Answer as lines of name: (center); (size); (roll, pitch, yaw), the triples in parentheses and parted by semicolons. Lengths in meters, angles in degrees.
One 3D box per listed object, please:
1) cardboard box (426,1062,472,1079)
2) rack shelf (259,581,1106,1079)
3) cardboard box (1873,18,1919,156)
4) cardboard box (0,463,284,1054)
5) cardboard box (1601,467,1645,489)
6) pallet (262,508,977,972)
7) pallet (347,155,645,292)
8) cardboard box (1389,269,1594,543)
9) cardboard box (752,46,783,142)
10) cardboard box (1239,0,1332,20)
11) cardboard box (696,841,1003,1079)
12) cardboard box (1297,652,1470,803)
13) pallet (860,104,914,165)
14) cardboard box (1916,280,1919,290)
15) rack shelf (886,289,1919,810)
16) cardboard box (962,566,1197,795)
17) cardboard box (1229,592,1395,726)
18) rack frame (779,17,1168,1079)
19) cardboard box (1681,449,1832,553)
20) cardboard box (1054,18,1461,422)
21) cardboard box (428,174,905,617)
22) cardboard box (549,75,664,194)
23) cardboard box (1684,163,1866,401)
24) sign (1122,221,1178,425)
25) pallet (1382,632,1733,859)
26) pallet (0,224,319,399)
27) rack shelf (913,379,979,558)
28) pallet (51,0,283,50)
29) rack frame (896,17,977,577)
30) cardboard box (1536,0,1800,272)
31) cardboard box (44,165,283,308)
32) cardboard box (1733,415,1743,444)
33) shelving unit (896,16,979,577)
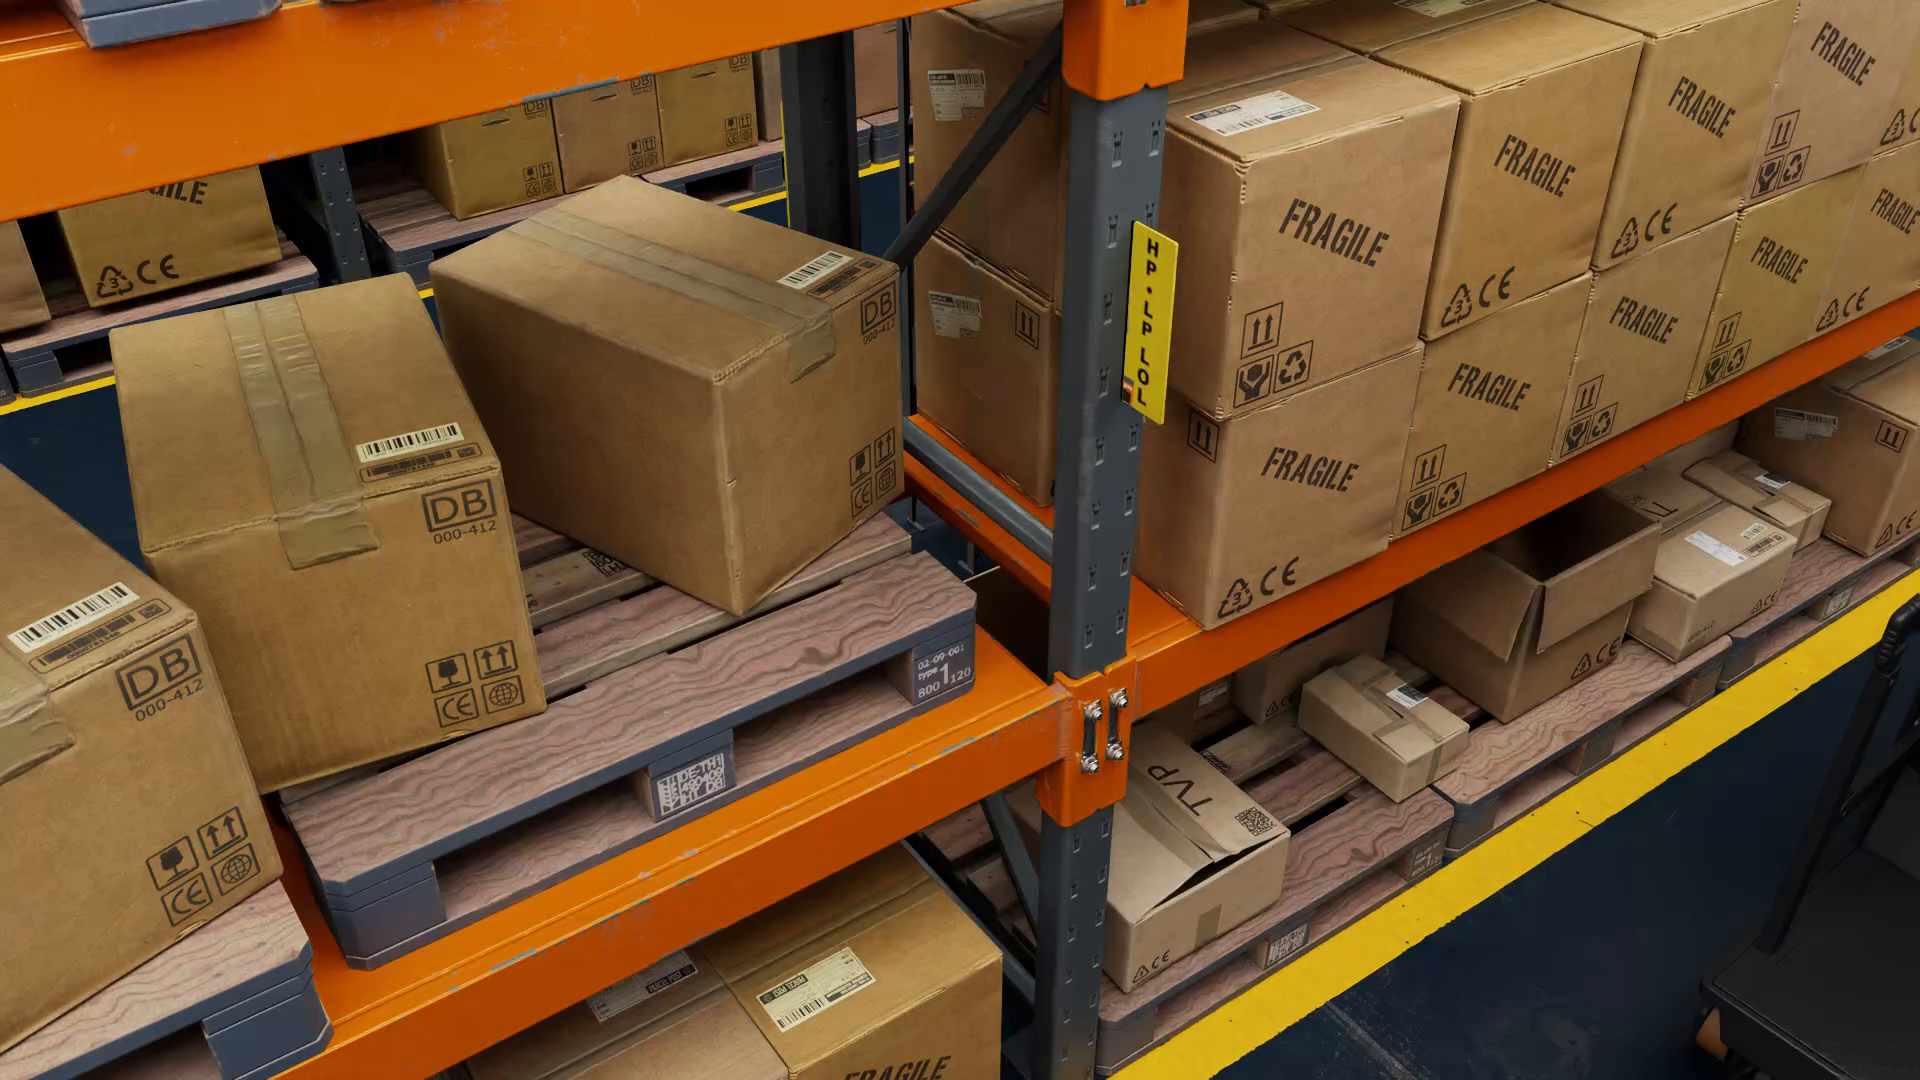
cardboard box: (-1.077, 1.332, 3.093); (0.500, 0.500, 0.500); (-22, 41, -27)
rack shelf: (-1.654, 0.827, 2.647); (4.000, 0.370, 1.077); (-22, 41, -28)
cardboard box: (2.211, -1.302, 4.049); (0.500, 0.500, 0.500); (-21, 41, -27)
cardboard box: (-1.428, 0.275, 2.354); (0.700, 0.500, 0.500); (26, 43, 32)
cardboard box: (1.825, -0.162, 5.384); (0.500, 0.250, 0.500); (-22, 41, -28)
pallet: (-0.736, 0.157, 3.128); (1.213, 0.211, 1.003); (-22, 41, -28)
pallet: (-2.210, -1.587, 7.776); (1.213, 0.211, 1.003); (-22, 41, -28)
cardboard box: (0.971, -0.394, 3.643); (0.500, 0.500, 0.500); (-22, 41, -27)
cardboard box: (-0.941, -2.381, 8.273); (0.500, 0.500, 0.700); (-24, 42, -29)
cardboard box: (0.662, -1.052, 3.701); (0.500, 0.500, 0.500); (-23, 42, -29)
cardboard box: (-0.258, 1.001, 3.553); (0.500, 0.500, 0.500); (-23, 41, -28)
cardboard box: (1.150, 0.500, 4.536); (0.250, 0.166, 0.380); (-22, 41, -28)
pallet: (-0.215, -2.408, 8.917); (1.213, 0.211, 1.003); (-22, 41, -28)
cardboard box: (2.619, -1.067, 4.579); (0.500, 0.500, 0.500); (-22, 41, -28)
rack shelf: (1.615, -0.519, 4.518); (4.000, 0.370, 1.077); (-22, 41, -28)
cardboard box: (0.283, 0.371, 4.429); (0.500, 0.500, 0.500); (-22, 41, -28)
cardboard box: (0.896, 0.196, 4.835); (0.500, 0.311, 0.500); (-22, 41, -28)
rack frame: (-0.019, -0.138, 3.373); (0.127, 3.000, 1.000); (-22, 41, -28)
cardboard box: (2.565, -0.118, 5.395); (0.250, 0.166, 0.380); (-22, 41, -28)
cardboard box: (0.528, -0.609, 3.085); (0.500, 0.500, 0.500); (-21, 41, -27)
cardboard box: (-0.536, -0.296, 3.148); (0.700, 0.500, 0.500); (22, 41, 28)
cardboard box: (-1.793, -2.027, 7.780); (0.500, 0.500, 0.700); (-23, 42, -28)
cardboard box: (1.796, -0.733, 4.114); (0.500, 0.500, 0.500); (-23, 42, -28)
sign: (0.303, -0.344, 2.668); (0.005, 0.325, 0.100); (-22, 41, -28)
pallet: (1.541, 0.351, 5.081); (1.213, 0.211, 1.003); (-22, 41, -28)
pallet: (-3.464, -1.073, 7.062); (1.213, 0.211, 1.003); (-22, 41, -28)
rack shelf: (0.135, -0.329, 5.631); (0.480, 0.518, 0.431); (-22, 41, -28)
pallet: (-1.439, -0.743, 1.806); (1.003, 0.211, 1.213); (-22, 41, -28)
rack frame: (-0.064, -0.826, 5.100); (0.015, 2.100, 0.400); (-22, 41, -28)
cardboard box: (1.370, -0.955, 3.567); (0.500, 0.500, 0.500); (-24, 42, -29)
cardboard box: (-3.333, -1.518, 6.773); (0.750, 0.750, 0.750); (-22, 41, -27)
cardboard box: (2.506, -0.451, 5.858); (0.250, 0.166, 0.380); (-22, 41, -28)
shelving unit: (0.135, -0.908, 5.214); (0.503, 2.100, 0.431); (-22, 41, -28)
